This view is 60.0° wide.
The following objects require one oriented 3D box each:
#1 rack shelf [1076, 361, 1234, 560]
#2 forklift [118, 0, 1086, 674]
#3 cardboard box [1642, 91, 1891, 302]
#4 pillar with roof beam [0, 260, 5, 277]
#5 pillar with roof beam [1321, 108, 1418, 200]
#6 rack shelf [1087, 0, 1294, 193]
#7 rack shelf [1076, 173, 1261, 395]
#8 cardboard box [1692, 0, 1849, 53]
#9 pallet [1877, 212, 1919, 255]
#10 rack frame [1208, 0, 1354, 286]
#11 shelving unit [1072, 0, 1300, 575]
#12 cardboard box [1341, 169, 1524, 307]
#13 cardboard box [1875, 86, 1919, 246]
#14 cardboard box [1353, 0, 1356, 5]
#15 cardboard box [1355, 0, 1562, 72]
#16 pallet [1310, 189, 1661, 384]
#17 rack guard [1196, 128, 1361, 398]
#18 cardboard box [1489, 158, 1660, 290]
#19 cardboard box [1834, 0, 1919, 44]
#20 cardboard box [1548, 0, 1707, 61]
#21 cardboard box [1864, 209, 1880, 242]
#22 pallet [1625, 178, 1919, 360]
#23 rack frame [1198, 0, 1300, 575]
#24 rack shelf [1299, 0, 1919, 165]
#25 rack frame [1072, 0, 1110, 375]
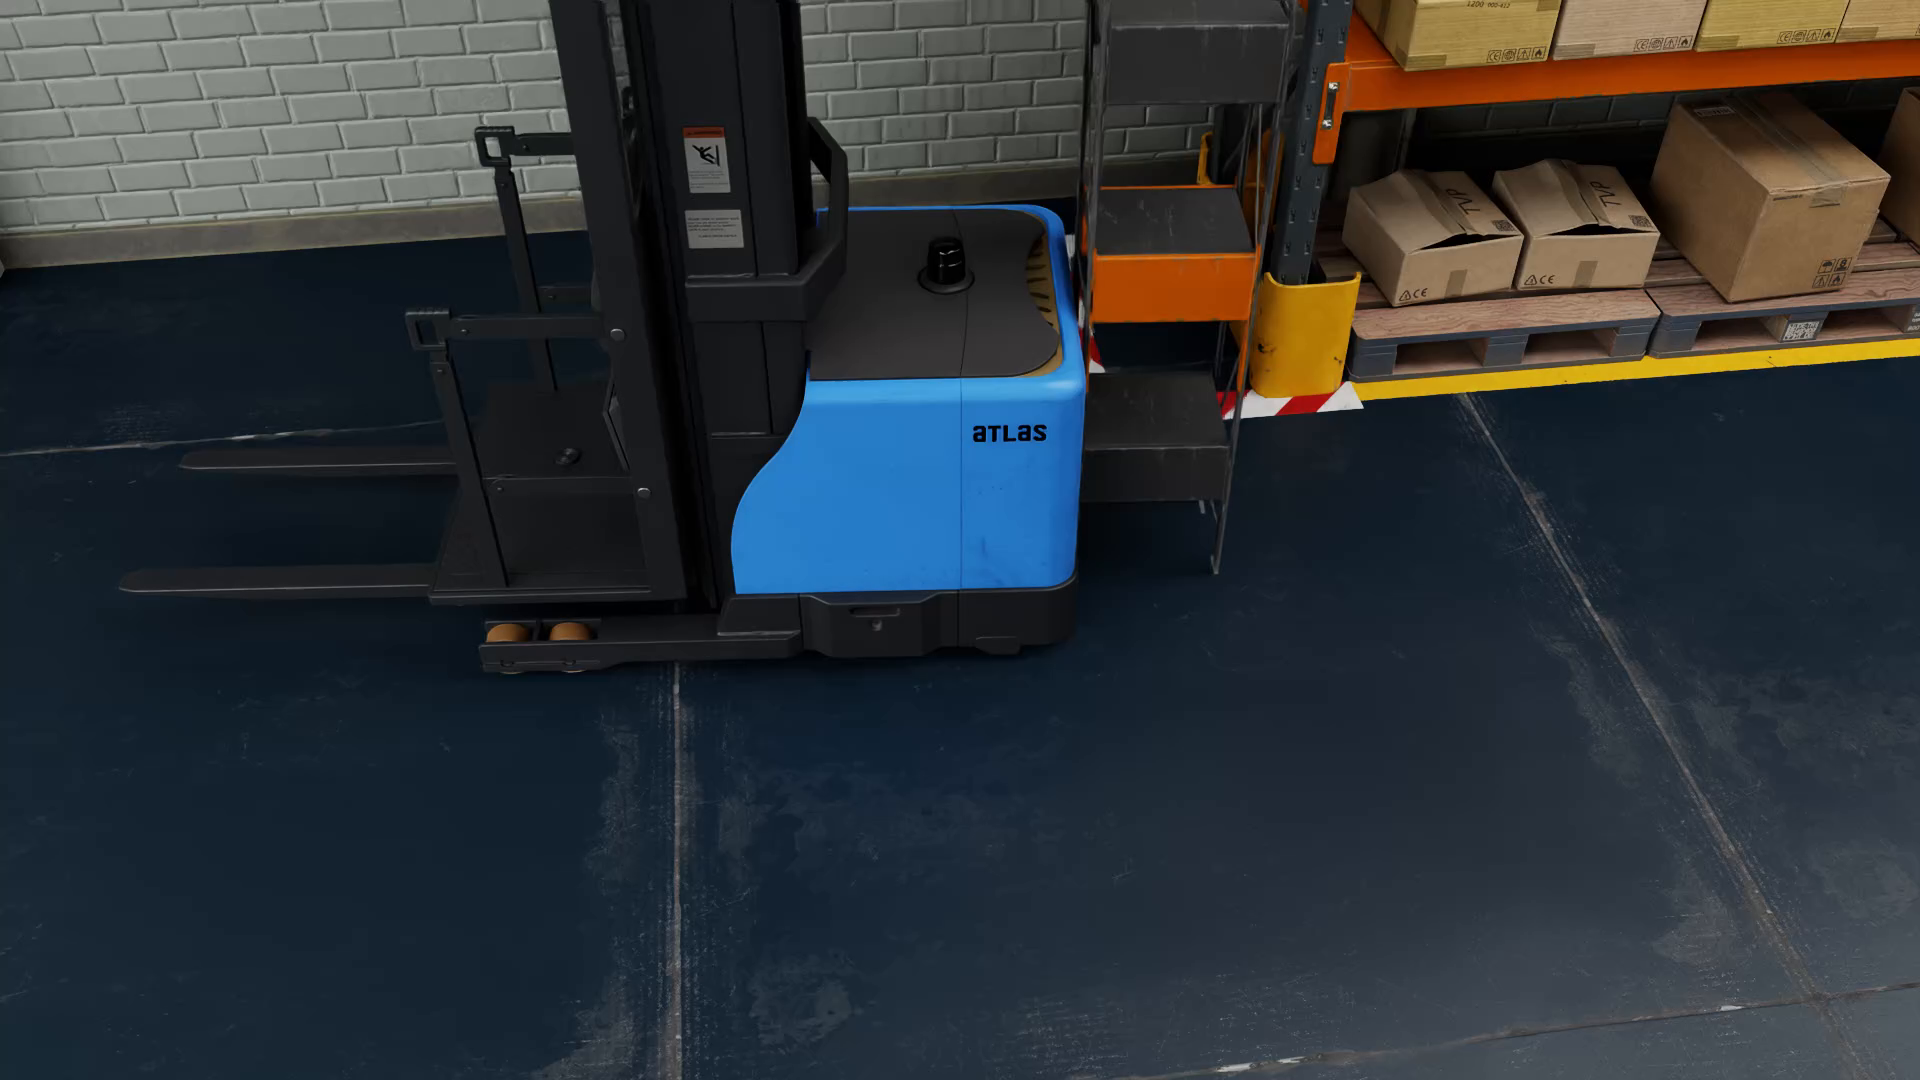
[{"bbox_3d":[0.614,-0.259,5.535,0.480,0.518,0.431,-1,42,-1],"label":"rack shelf"},{"bbox_3d":[-1.157,-1.024,4.697,3.031,2.935,1.130,-1,42,-1],"label":"forklift"},{"bbox_3d":[3.151,-1.362,6.558,0.500,0.500,0.700,-7,43,-8],"label":"cardboard box"},{"bbox_3d":[-3.655,-1.530,0.727,0.400,9.000,9.100,-5,42,-6],"label":"pillar with roof beam"},{"bbox_3d":[2.294,-2.051,1.305,0.400,9.000,9.100,-5,42,-6],"label":"pillar with roof beam"},{"bbox_3d":[0.614,-1.299,4.597,0.480,0.518,0.431,-1,42,-1],"label":"rack shelf"},{"bbox_3d":[0.614,-0.779,5.066,0.480,0.518,0.431,-1,42,-1],"label":"rack shelf"},{"bbox_3d":[2.698,-1.925,5.741,0.500,0.250,0.500,-6,42,-6],"label":"cardboard box"},{"bbox_3d":[4.459,-1.277,7.008,1.213,0.211,1.003,-5,42,-6],"label":"pallet"},{"bbox_3d":[1.154,-2.047,5.780,0.127,3.000,1.000,-5,42,-6],"label":"rack frame"},{"bbox_3d":[0.614,-0.789,5.057,0.503,2.100,0.431,-1,42,-1],"label":"shelving unit"},{"bbox_3d":[1.852,-1.212,6.533,0.500,0.311,0.500,-9,43,-10],"label":"cardboard box"},{"bbox_3d":[4.096,-1.513,6.725,0.500,0.500,0.500,-8,43,-9],"label":"cardboard box"},{"bbox_3d":[1.592,-2.168,6.011,0.500,0.250,0.500,-4,42,-5],"label":"cardboard box"},{"bbox_3d":[1.679,-1.830,5.636,0.500,0.250,0.500,-6,42,-7],"label":"cardboard box"},{"bbox_3d":[2.040,-1.065,6.773,1.213,0.211,1.003,-5,42,-6],"label":"pallet"},{"bbox_3d":[1.229,-1.125,6.624,0.348,0.500,1.175,-5,42,-6],"label":"rack guard"},{"bbox_3d":[2.417,-1.261,6.588,0.500,0.311,0.500,-2,42,-2],"label":"cardboard box"},{"bbox_3d":[3.200,-1.967,5.788,0.500,0.250,0.500,-5,42,-5],"label":"cardboard box"},{"bbox_3d":[2.192,-1.885,5.697,0.500,0.250,0.500,-6,42,-7],"label":"cardboard box"},{"bbox_3d":[3.532,-1.373,6.833,0.250,0.149,0.380,-8,43,-9],"label":"cardboard box"},{"bbox_3d":[3.247,-1.169,6.888,1.213,0.211,1.003,-5,42,-6],"label":"pallet"},{"bbox_3d":[0.858,-0.794,5.063,0.015,2.100,0.400,-1,42,-1],"label":"rack frame"},{"bbox_3d":[3.137,-1.953,6.213,4.000,0.370,1.077,-5,42,-6],"label":"rack shelf"},{"bbox_3d":[0.371,-0.784,5.051,0.015,2.100,0.400,-1,42,-1],"label":"rack frame"}]
